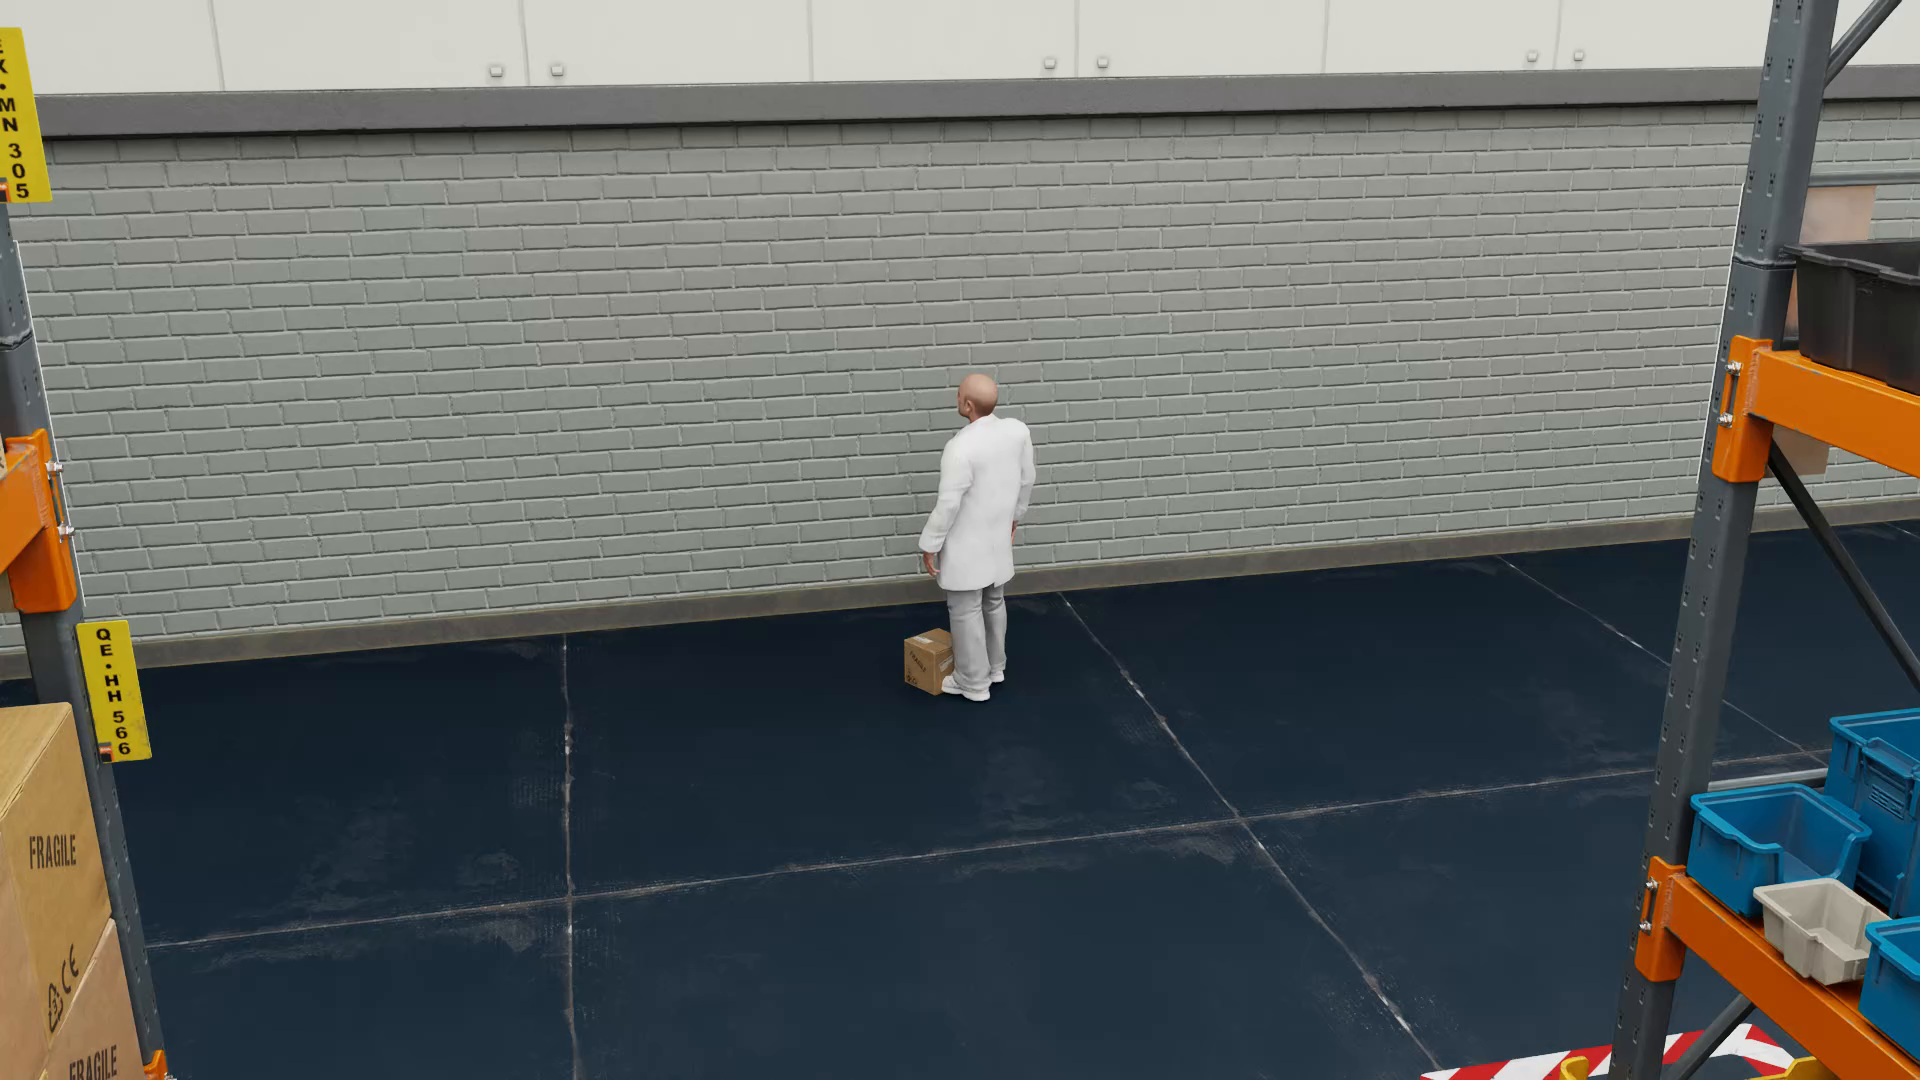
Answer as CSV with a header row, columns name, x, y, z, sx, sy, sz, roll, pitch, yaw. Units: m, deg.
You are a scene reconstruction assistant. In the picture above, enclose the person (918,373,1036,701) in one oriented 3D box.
name,x,y,z,sx,sy,sz,roll,pitch,yaw
person,0.020,-0.031,8.651,0.696,1.776,0.581,-16,25,-39
